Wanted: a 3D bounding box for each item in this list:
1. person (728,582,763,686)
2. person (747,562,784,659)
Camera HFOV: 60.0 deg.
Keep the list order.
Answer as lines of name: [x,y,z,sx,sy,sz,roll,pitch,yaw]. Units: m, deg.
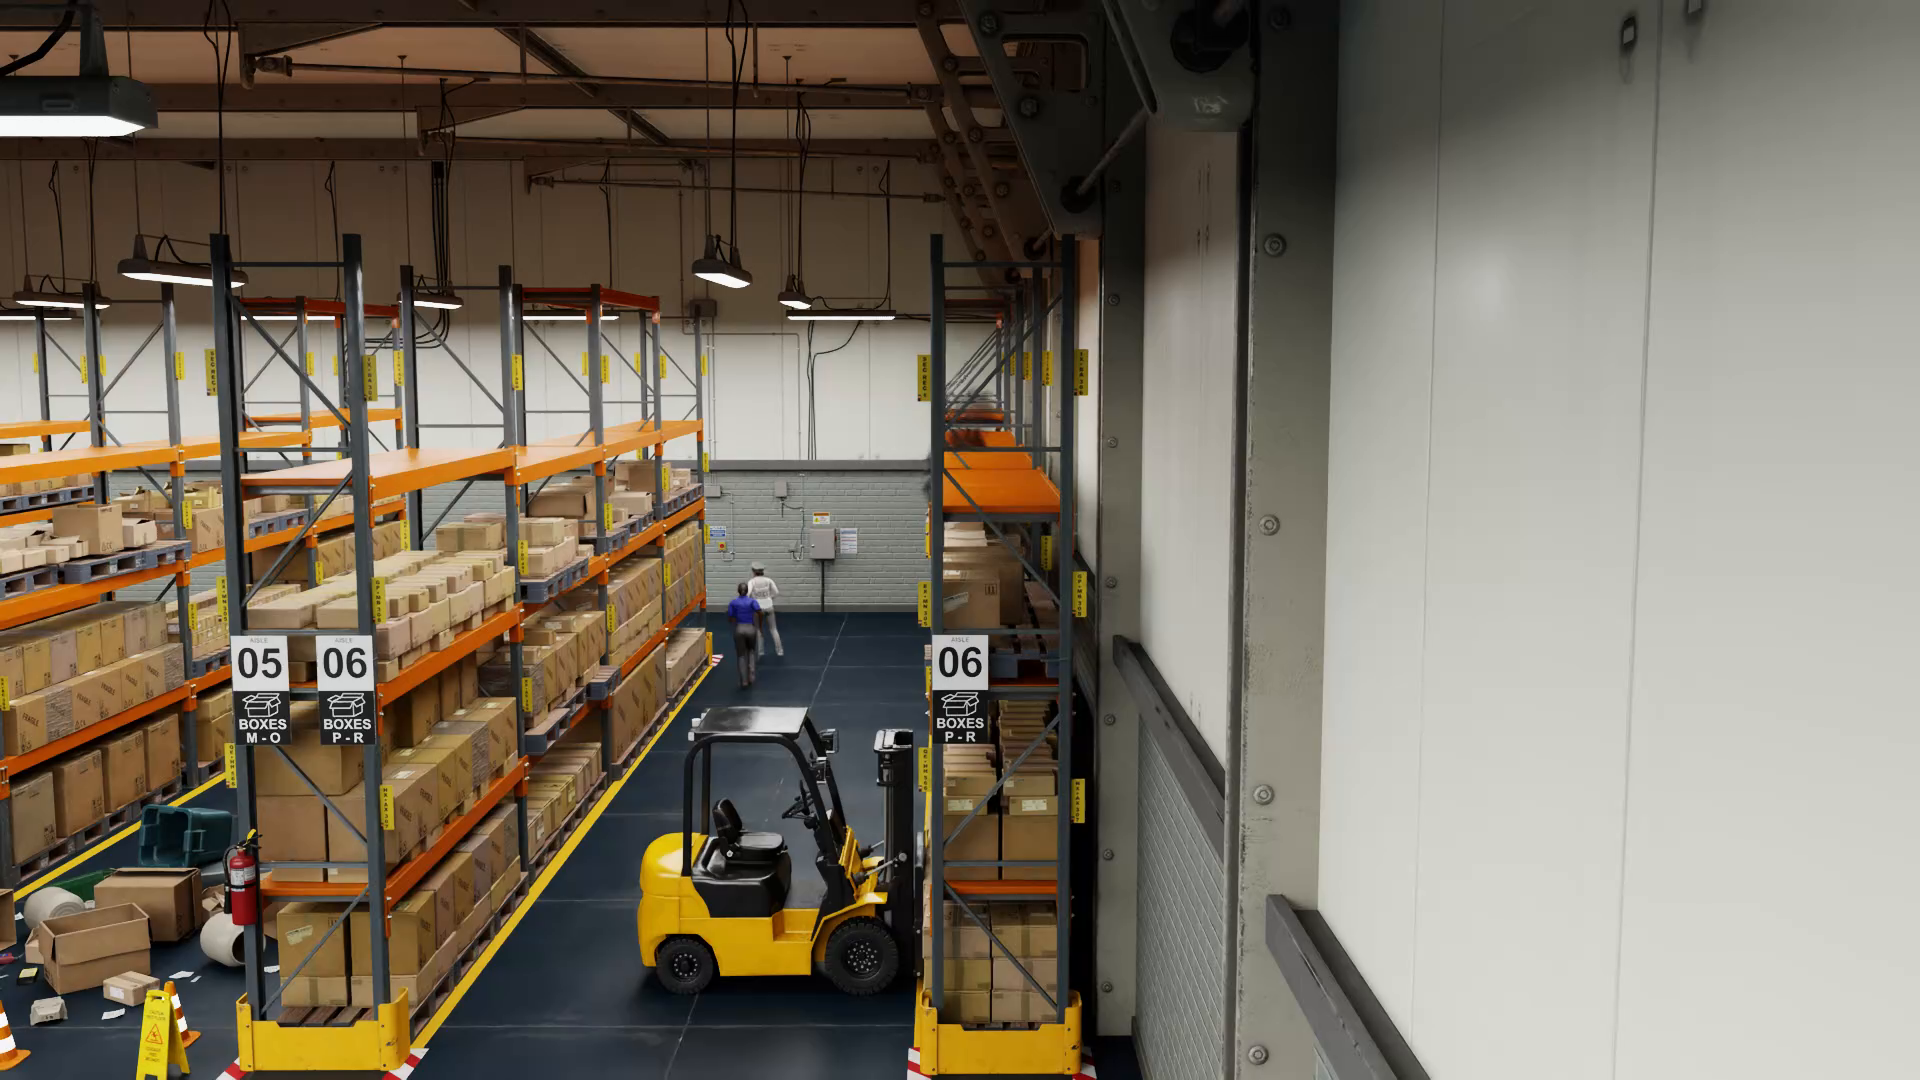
person: [-3.373,1.461,26.154,0.543,1.613,0.723,-1,6,-10]
person: [-3.373,1.236,28.119,0.670,1.733,0.785,-3,7,-23]
